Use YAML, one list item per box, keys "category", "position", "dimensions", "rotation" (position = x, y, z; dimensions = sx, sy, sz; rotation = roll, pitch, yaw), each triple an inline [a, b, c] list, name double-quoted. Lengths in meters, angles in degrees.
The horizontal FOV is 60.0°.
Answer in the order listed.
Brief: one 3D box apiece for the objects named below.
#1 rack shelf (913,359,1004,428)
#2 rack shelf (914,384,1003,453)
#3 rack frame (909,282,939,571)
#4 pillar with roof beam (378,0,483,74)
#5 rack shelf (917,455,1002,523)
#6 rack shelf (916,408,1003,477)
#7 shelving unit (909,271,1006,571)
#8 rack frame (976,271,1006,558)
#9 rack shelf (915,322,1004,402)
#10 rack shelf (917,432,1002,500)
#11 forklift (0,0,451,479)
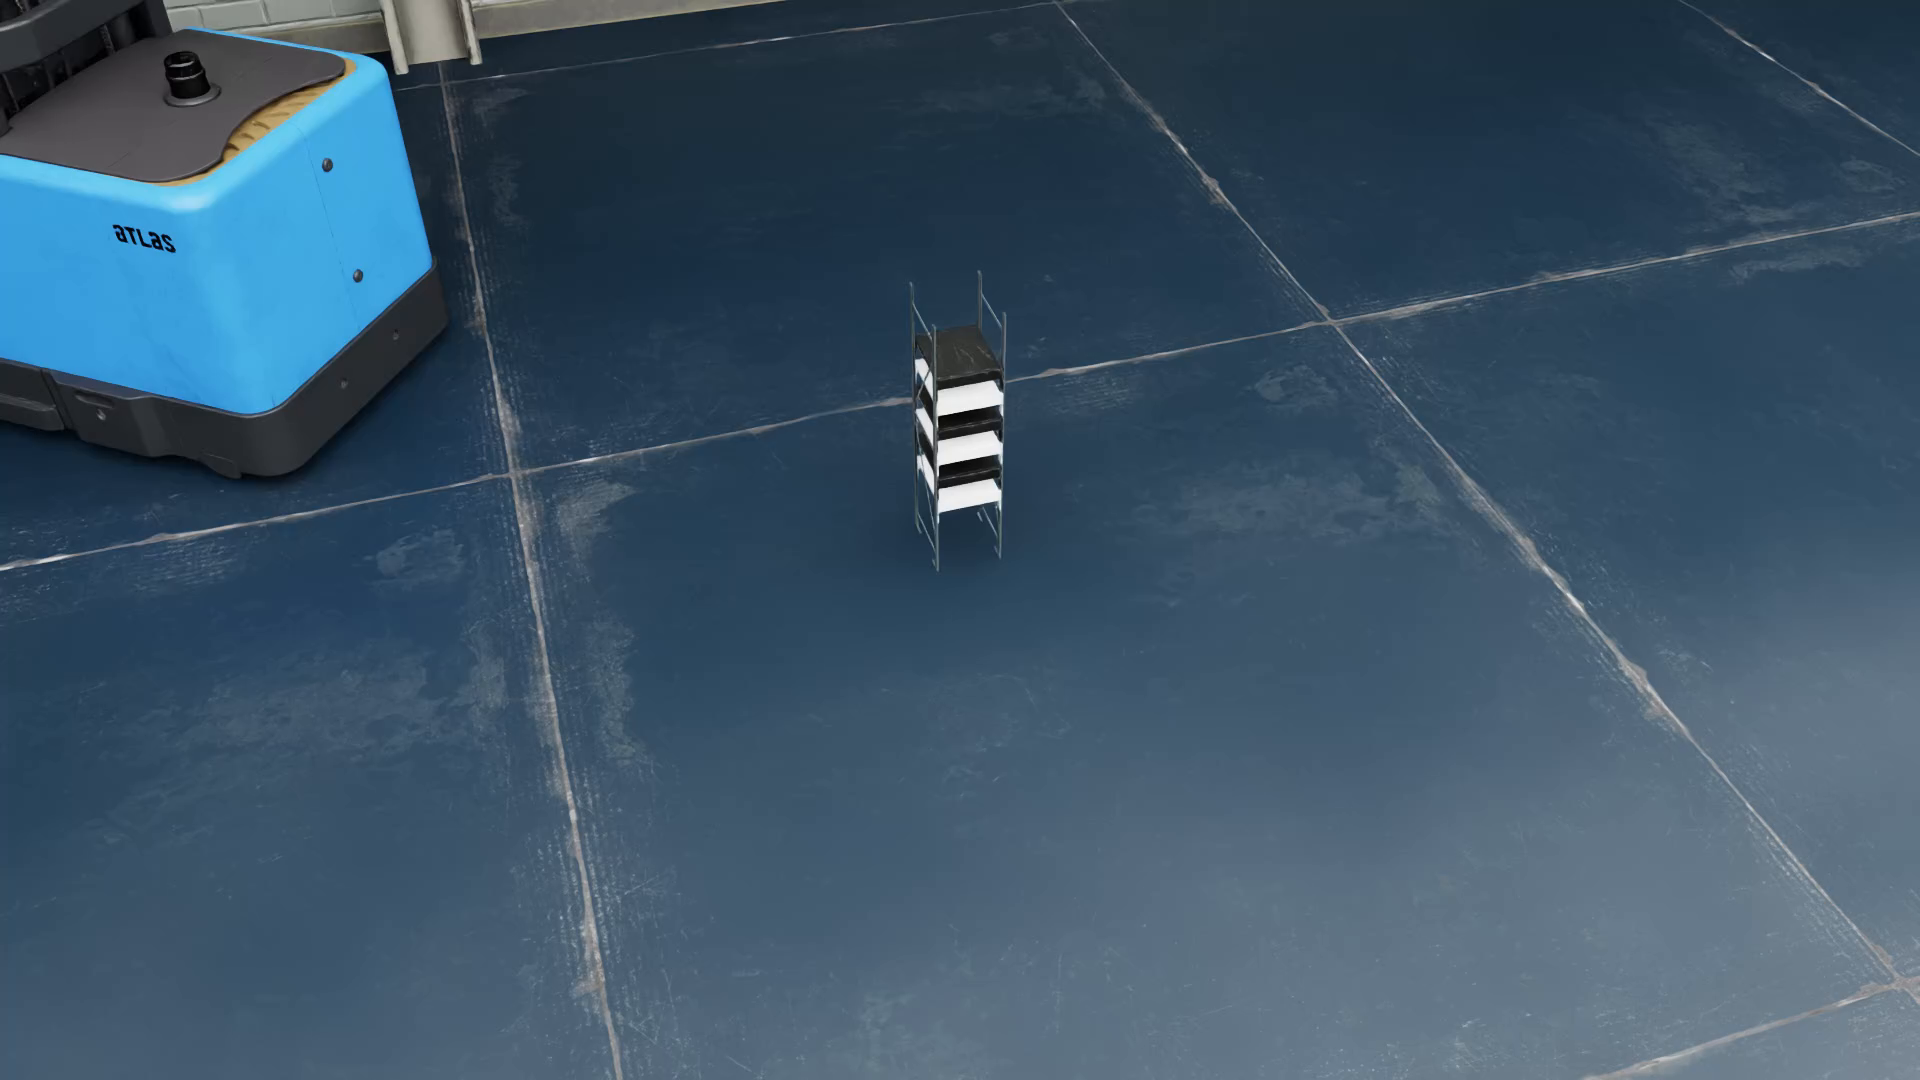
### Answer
- category: "rack shelf"
  position: [-0.008, -0.448, 4.856]
  dimensions: [0.200, 0.077, 0.258]
  rotation: [-12, 42, -13]
- category: "rack shelf"
  position: [-0.008, -0.380, 4.915]
  dimensions: [0.200, 0.077, 0.258]
  rotation: [-12, 42, -13]
- category: "rack frame"
  position: [-0.105, -0.317, 4.929]
  dimensions: [0.006, 0.900, 0.240]
  rotation: [-12, 42, -13]
- category: "pillar with roof beam"
  position: [-1.184, -2.985, 1.827]
  dimensions: [0.400, 9.000, 9.100]
  rotation: [-12, 42, -13]
- category: "rack shelf"
  position: [-0.008, -0.177, 5.092]
  dimensions: [0.200, 0.077, 0.258]
  rotation: [-12, 42, -13]
- category: "rack shelf"
  position: [-0.008, -0.312, 4.974]
  dimensions: [0.200, 0.077, 0.258]
  rotation: [-12, 42, -13]
- category: "shelving unit"
  position: [-0.008, -0.337, 4.952]
  dimensions: [0.210, 0.900, 0.258]
  rotation: [-12, 42, -13]
- category: "rack frame"
  position: [0.089, -0.357, 4.975]
  dimensions: [0.006, 0.900, 0.240]
  rotation: [-12, 42, -13]
- category: "rack shelf"
  position: [-0.008, -0.516, 4.796]
  dimensions: [0.200, 0.077, 0.258]
  rotation: [-12, 42, -13]
- category: "rack shelf"
  position: [-0.008, -0.244, 5.033]
  dimensions: [0.200, 0.077, 0.258]
  rotation: [-12, 42, -13]
- category: "forklift"
  position: [-3.429, -1.889, 5.184]
  dimensions: [3.031, 2.935, 1.130]
  rotation: [13, 43, 14]
